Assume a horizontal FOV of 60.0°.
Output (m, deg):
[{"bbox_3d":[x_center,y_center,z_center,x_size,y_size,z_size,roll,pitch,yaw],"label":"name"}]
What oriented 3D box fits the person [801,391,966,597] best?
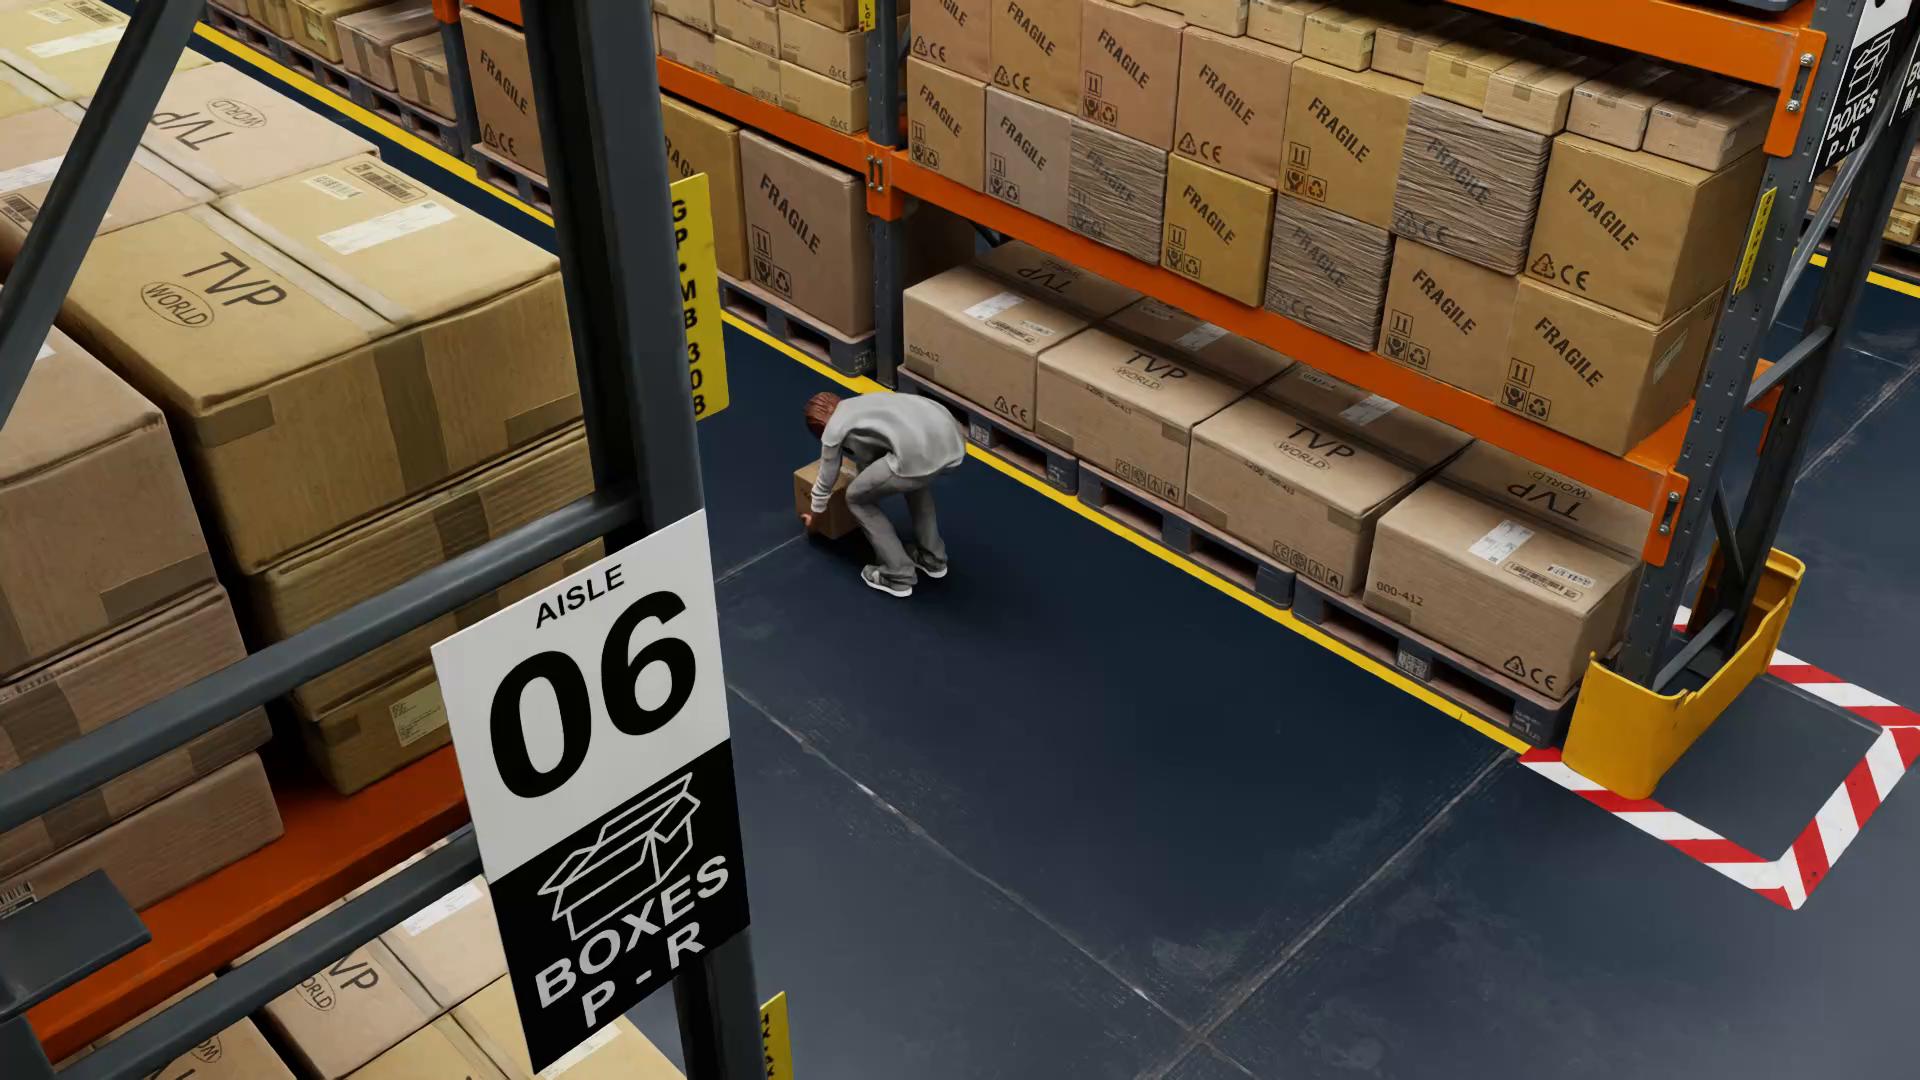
[{"bbox_3d":[-0.347,-0.263,7.113,0.855,0.898,0.421,29,45,34],"label":"person"}]
